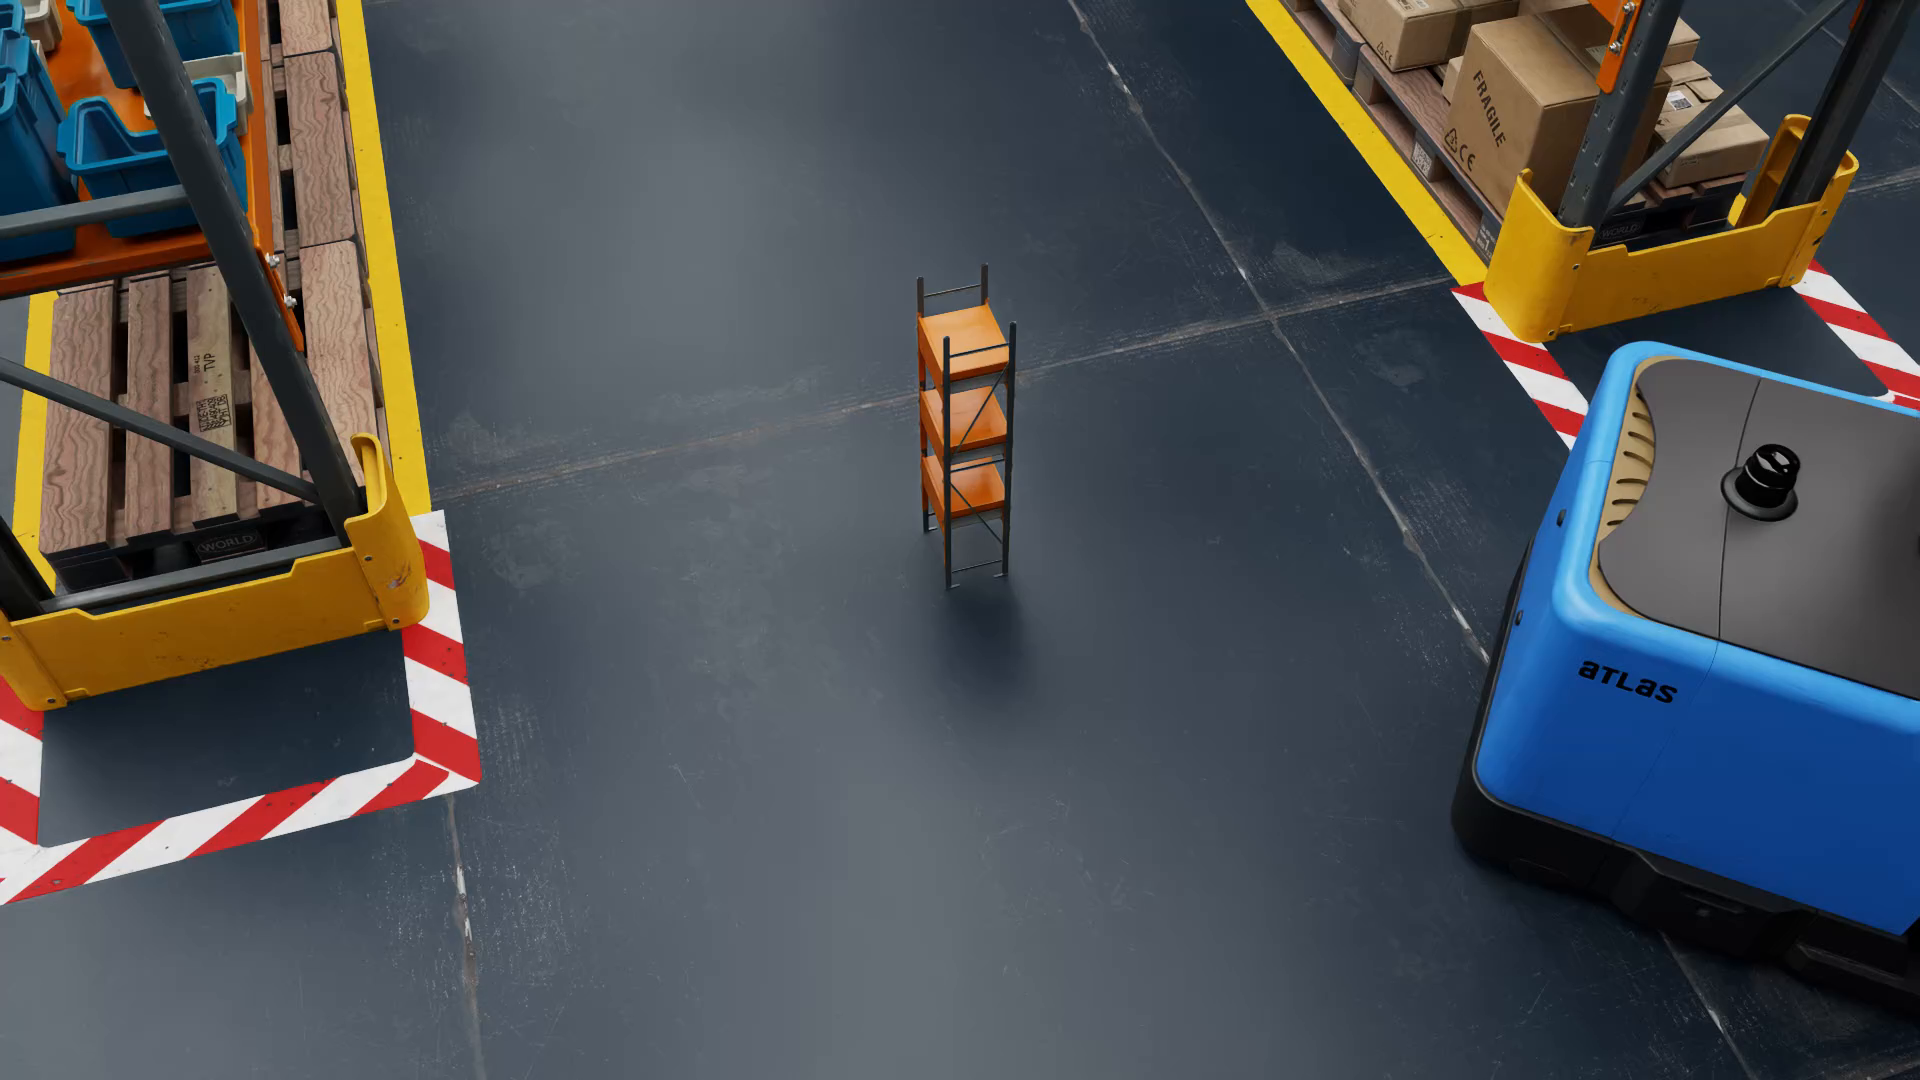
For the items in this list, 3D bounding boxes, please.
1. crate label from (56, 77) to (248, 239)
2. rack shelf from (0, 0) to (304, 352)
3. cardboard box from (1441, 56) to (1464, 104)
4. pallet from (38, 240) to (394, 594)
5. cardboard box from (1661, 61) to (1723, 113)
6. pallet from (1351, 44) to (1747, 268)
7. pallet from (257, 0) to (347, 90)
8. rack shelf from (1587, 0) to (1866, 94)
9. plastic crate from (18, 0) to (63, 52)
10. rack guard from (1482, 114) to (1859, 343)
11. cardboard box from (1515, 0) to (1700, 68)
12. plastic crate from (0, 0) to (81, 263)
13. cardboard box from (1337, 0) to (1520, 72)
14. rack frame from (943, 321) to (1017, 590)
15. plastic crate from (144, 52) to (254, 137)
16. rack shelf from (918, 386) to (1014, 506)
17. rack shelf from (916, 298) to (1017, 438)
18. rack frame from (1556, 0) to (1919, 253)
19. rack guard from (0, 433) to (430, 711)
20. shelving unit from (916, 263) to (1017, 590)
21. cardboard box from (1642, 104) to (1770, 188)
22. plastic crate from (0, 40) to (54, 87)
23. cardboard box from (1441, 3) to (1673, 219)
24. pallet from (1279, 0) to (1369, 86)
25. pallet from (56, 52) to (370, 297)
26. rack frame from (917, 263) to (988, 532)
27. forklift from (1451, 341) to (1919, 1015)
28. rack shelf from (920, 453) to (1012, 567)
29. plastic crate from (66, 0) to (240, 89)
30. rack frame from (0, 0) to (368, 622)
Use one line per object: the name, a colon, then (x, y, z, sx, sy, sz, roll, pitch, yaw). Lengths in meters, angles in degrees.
crate label: (-1.990, -0.948, 4.158, 0.416, 0.233, 0.303, -13, 51, -11)
rack shelf: (-2.823, -1.957, 5.408, 1.077, 0.370, 4.000, -13, 51, -11)
cardboard box: (2.072, -1.731, 6.313, 0.380, 0.166, 0.250, -13, 51, -11)
pallet: (-2.438, -0.440, 5.483, 1.003, 0.211, 1.213, -13, 51, -11)
cardboard box: (2.632, -1.640, 6.236, 0.380, 0.166, 0.250, -13, 51, -11)
pallet: (2.242, -1.584, 6.447, 1.003, 0.211, 1.213, -13, 51, -11)
pallet: (-3.160, -2.222, 6.986, 1.003, 0.211, 1.213, -13, 51, -11)
rack shelf: (1.910, -3.074, 6.350, 1.077, 0.370, 4.000, -13, 51, -11)
plastic crate: (-2.717, -1.432, 4.629, 0.396, 0.136, 0.243, -13, 51, -11)
rack guard: (2.479, -1.095, 5.846, 1.175, 0.500, 0.348, -13, 51, -11)
cardboard box: (2.464, -1.927, 6.424, 0.500, 0.250, 0.500, -13, 51, -11)
plastic crate: (-2.509, -0.961, 4.036, 0.616, 0.435, 0.499, -13, 51, -11)
cardboard box: (1.853, -2.143, 6.605, 0.500, 0.250, 0.500, -13, 51, -11)
rack frame: (0.052, -0.210, 4.741, 0.200, 1.050, 0.008, -13, 51, -11)
plastic crate: (-2.006, -1.170, 4.408, 0.250, 0.136, 0.298, -13, 51, -11)
rack shelf: (0.016, -0.292, 4.824, 0.215, 0.259, 0.240, -13, 51, -11)
rack shelf: (0.016, -0.475, 4.607, 0.215, 0.259, 0.240, -13, 51, -11)
rack frame: (2.502, -1.845, 4.844, 1.000, 3.000, 0.127, -13, 51, -11)
rack guard: (-2.212, 0.092, 4.845, 1.175, 0.500, 0.348, -13, 51, -11)
shelving unit: (0.016, -0.299, 4.816, 0.215, 1.050, 0.252, -13, 51, -11)
cardboard box: (2.706, -1.452, 6.089, 0.380, 0.149, 0.250, -13, 51, -11)
plastic crate: (-2.645, -1.217, 4.447, 0.396, 0.136, 0.243, -13, 51, -11)
cardboard box: (2.105, -1.523, 5.919, 0.500, 0.500, 0.500, -13, 51, -11)
pallet: (1.885, -2.473, 7.197, 1.003, 0.211, 1.213, -13, 51, -11)
pallet: (-2.795, -1.330, 6.233, 1.003, 0.211, 1.213, -13, 51, -11)
rack frame: (-0.020, -0.388, 4.891, 0.200, 1.050, 0.008, -13, 51, -11)
forklift: (2.899, -0.007, 3.339, 3.031, 2.935, 1.130, 18, 52, 15)
rack shelf: (0.016, -0.113, 5.036, 0.215, 0.259, 0.240, -13, 51, -11)
plastic crate: (-2.185, -1.429, 4.563, 0.416, 0.233, 0.300, -13, 51, -11)
rack frame: (-2.231, -0.728, 3.902, 1.000, 3.000, 0.127, -13, 51, -11)
